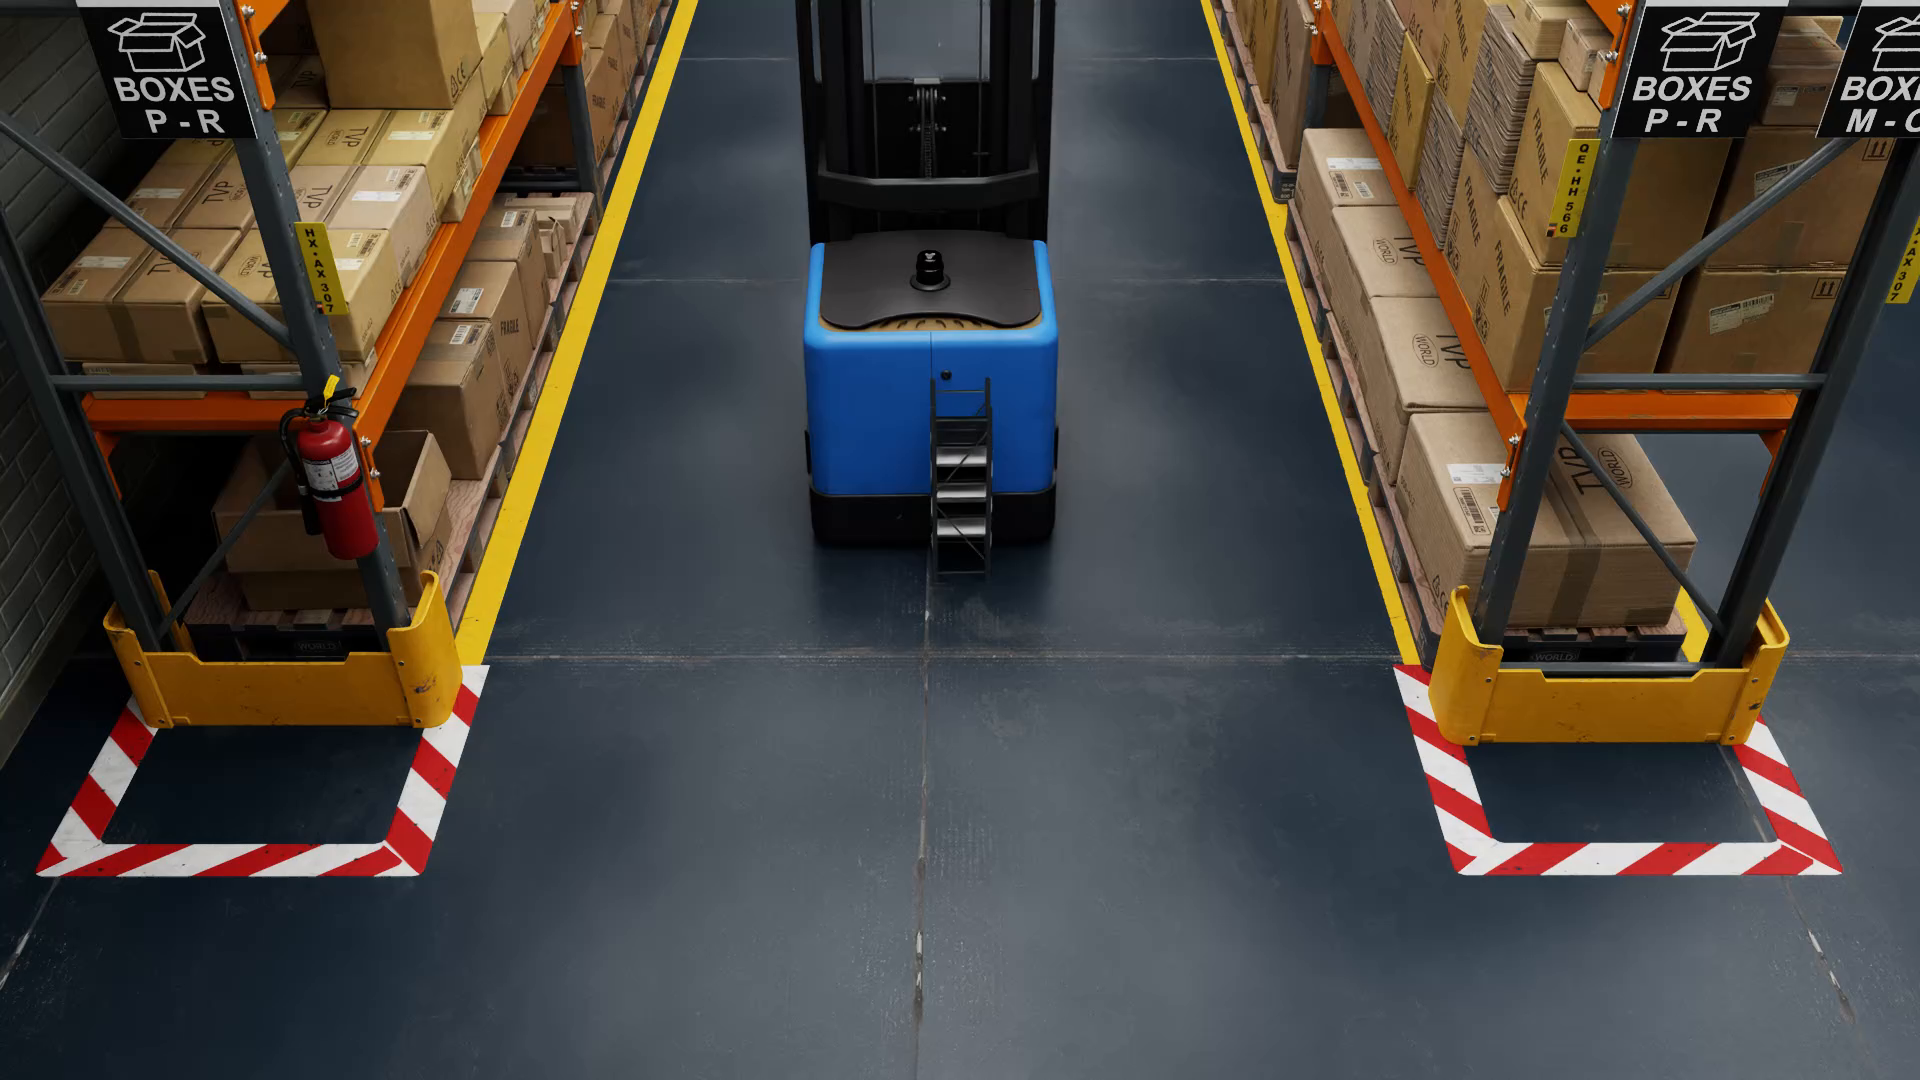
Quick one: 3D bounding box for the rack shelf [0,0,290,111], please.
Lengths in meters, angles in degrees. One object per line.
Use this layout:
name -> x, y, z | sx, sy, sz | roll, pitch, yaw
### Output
rack shelf -> -2.551, -2.652, 6.337 | 1.077, 0.370, 4.000 | 0, 39, 0

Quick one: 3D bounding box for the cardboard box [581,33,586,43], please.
cardboard box -> -2.366, -2.852, 9.555 | 0.380, 0.149, 0.250 | -1, 39, -1

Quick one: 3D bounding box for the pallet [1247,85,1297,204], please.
pallet -> 2.334, -2.413, 10.092 | 1.003, 0.211, 1.213 | 0, 39, 0

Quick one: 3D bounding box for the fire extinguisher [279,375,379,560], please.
fire extinguisher -> -2.087, -0.244, 5.516 | 0.296, 0.674, 0.183 | 0, 39, 0

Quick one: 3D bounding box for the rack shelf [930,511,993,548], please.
rack shelf -> 0.005, -0.063, 6.950 | 0.258, 0.077, 0.200 | -1, 39, -1

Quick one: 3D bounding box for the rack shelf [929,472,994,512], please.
rack shelf -> 0.005, -0.203, 6.837 | 0.258, 0.077, 0.200 | -1, 39, -1

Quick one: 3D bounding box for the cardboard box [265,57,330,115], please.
cardboard box -> -2.811, -1.816, 6.999 | 0.500, 0.250, 0.500 | 0, 39, 0

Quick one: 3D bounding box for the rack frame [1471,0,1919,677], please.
rack frame -> 2.415, -0.517, 5.497 | 1.000, 3.000, 0.127 | 0, 39, 0

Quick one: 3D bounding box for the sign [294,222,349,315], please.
sign -> -2.006, -0.850, 5.220 | 0.100, 0.325, 0.005 | 0, 39, 0

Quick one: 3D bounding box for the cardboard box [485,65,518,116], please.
cardboard box -> -2.253, -2.067, 7.631 | 0.380, 0.149, 0.250 | -1, 39, -1

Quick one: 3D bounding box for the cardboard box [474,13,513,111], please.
cardboard box -> -2.306, -2.127, 7.388 | 0.500, 0.250, 0.500 | 0, 39, 0

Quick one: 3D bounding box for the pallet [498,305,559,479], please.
pallet -> -2.550, -0.730, 7.993 | 1.003, 0.211, 1.213 | 0, 39, 0

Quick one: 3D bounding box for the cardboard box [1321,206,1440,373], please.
cardboard box -> 2.305, -1.230, 8.100 | 0.875, 0.438, 0.875 | -1, 39, -1

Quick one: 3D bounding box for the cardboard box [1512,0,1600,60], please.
cardboard box -> 2.105, -1.744, 5.630 | 0.380, 0.149, 0.250 | 0, 39, 0

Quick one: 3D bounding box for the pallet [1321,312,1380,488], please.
pallet -> 2.337, -0.690, 7.943 | 1.003, 0.211, 1.213 | 0, 39, 0

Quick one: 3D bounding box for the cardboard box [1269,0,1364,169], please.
cardboard box -> 2.329, -2.741, 9.635 | 0.875, 0.875, 0.875 | 1, 39, 1

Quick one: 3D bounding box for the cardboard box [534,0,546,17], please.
cardboard box -> -2.309, -2.752, 8.168 | 0.500, 0.250, 0.500 | 1, 39, 1

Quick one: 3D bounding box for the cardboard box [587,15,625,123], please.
cardboard box -> -2.340, -2.837, 10.055 | 0.500, 0.500, 0.500 | -1, 39, -1

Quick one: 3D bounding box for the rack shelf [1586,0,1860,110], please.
rack shelf -> 2.412, -2.658, 6.345 | 1.077, 0.370, 4.000 | 0, 39, 0

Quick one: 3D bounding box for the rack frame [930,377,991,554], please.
rack frame -> 0.002, -0.293, 6.896 | 0.240, 0.900, 0.006 | -1, 39, -1

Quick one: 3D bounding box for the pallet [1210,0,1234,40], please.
pallet -> 2.331, -3.939, 11.996 | 1.003, 0.211, 1.213 | 0, 39, 0

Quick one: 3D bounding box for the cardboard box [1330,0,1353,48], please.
cardboard box -> 2.149, -2.764, 8.221 | 0.500, 0.500, 0.500 | 1, 39, 1

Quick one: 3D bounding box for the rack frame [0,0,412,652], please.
rack frame -> -2.549, -0.512, 5.490 | 1.000, 3.000, 0.127 | 0, 39, 0

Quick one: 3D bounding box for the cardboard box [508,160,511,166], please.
cardboard box -> -2.850, -2.508, 9.644 | 0.500, 0.500, 0.500 | 0, 39, 0

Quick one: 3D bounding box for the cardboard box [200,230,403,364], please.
cardboard box -> -2.280, -0.853, 5.798 | 0.500, 0.250, 0.500 | 0, 39, 0

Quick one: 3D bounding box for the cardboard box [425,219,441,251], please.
cardboard box -> -2.302, -1.267, 6.633 | 0.380, 0.149, 0.250 | 1, 39, 1

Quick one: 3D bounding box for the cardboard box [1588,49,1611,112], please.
cardboard box -> 2.214, -1.424, 5.230 | 0.380, 0.149, 0.250 | 0, 39, 1

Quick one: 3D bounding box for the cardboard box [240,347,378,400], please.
cardboard box -> -2.275, -0.619, 5.825 | 0.380, 0.149, 0.250 | 0, 39, 0

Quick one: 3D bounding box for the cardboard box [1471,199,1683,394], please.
cardboard box -> 2.149, -0.858, 5.842 | 0.500, 0.500, 0.500 | 0, 39, 0

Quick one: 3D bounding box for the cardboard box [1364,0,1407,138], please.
cardboard box -> 2.139, -2.138, 7.440 | 0.500, 0.500, 0.500 | 0, 39, 0

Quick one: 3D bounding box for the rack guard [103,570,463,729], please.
rack guard -> -2.549, 0.416, 6.331 | 1.175, 0.500, 0.348 | 0, 39, 0

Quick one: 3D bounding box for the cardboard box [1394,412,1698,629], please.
cardboard box -> 2.314, -0.094, 6.682 | 0.875, 0.438, 0.875 | -1, 39, -2

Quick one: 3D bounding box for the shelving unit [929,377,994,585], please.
shelving unit -> 0.005, -0.229, 6.817 | 0.258, 0.900, 0.210 | -1, 39, -1

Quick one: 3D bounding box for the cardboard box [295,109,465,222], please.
cardboard box -> -2.285, -1.485, 6.587 | 0.500, 0.250, 0.500 | -1, 39, -1

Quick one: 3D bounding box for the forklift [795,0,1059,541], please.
forklift -> -0.150, -2.035, 7.445 | 1.130, 2.935, 3.031 | -1, 39, -1

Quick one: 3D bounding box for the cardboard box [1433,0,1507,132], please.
cardboard box -> 2.149, -1.884, 6.323 | 0.500, 0.500, 0.500 | 0, 39, 0

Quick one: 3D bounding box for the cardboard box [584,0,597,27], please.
cardboard box -> -2.391, -3.184, 9.969 | 0.380, 0.149, 0.250 | -1, 39, -1

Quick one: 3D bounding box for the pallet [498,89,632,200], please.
pallet -> -2.592, -2.433, 10.118 | 1.003, 0.211, 1.213 | 0, 39, 0

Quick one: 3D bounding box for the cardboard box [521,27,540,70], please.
cardboard box -> -2.254, -2.390, 8.035 | 0.380, 0.149, 0.250 | 1, 39, 1

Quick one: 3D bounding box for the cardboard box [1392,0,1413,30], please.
cardboard box -> 2.152, -2.514, 7.109 | 0.500, 0.500, 0.500 | 1, 39, 1

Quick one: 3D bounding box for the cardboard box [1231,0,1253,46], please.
cardboard box -> 2.320, -3.865, 11.038 | 0.875, 0.875, 0.875 | 0, 39, 1

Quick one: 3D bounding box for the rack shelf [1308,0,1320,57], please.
rack shelf -> 2.408, -3.989, 10.404 | 1.077, 0.370, 4.000 | 0, 39, 0

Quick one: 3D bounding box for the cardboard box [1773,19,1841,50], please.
cardboard box -> 2.620, -1.586, 5.432 | 0.380, 0.149, 0.250 | 1, 39, 1

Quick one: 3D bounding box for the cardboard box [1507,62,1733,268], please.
cardboard box -> 2.176, -1.248, 5.529 | 0.500, 0.500, 0.500 | 1, 39, 1

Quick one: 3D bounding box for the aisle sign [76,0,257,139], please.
aisle sign -> -2.255, -1.484, 4.624 | 0.394, 0.787, 0.004 | 0, 39, 0

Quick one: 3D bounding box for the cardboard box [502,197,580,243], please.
cardboard box -> -2.259, -1.716, 8.937 | 0.380, 0.149, 0.250 | -1, 39, -1

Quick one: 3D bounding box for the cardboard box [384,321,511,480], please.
cardboard box -> -2.417, -0.617, 7.284 | 0.700, 0.500, 0.500 | 1, 39, 2

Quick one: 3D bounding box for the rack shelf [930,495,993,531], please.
rack shelf -> 0.005, -0.133, 6.894 | 0.258, 0.077, 0.200 | -1, 39, -1

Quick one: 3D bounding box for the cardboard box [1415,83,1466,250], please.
cardboard box -> 2.153, -1.493, 6.635 | 0.500, 0.500, 0.500 | 1, 39, 1

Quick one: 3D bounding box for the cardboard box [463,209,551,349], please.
cardboard box -> -2.418, -1.266, 8.095 | 0.700, 0.500, 0.500 | -1, 39, -2

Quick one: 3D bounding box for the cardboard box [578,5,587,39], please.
cardboard box -> -2.336, -2.958, 9.448 | 0.380, 0.149, 0.250 | -2, 39, -2

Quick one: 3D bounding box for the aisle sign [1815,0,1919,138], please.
aisle sign -> 2.705, -1.487, 4.628 | 0.394, 0.787, 0.004 | 0, 39, 0

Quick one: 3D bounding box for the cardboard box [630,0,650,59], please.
cardboard box -> -2.330, -3.473, 10.849 | 0.500, 0.500, 0.500 | -1, 39, -2

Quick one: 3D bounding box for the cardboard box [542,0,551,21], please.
cardboard box -> -2.301, -2.716, 8.441 | 0.380, 0.149, 0.250 | 0, 39, 1

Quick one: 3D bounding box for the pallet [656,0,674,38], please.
pallet -> -2.595, -3.959, 12.022 | 1.003, 0.211, 1.213 | 0, 39, 0

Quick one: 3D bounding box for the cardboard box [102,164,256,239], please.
cardboard box -> -2.814, -1.179, 6.205 | 0.500, 0.250, 0.500 | 0, 39, 0

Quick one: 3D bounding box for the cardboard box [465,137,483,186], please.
cardboard box -> -2.248, -1.590, 7.036 | 0.380, 0.149, 0.250 | 1, 39, 1

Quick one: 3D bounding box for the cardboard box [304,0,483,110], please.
cardboard box -> -2.282, -2.084, 6.734 | 0.500, 0.500, 0.500 | 1, 39, 1
